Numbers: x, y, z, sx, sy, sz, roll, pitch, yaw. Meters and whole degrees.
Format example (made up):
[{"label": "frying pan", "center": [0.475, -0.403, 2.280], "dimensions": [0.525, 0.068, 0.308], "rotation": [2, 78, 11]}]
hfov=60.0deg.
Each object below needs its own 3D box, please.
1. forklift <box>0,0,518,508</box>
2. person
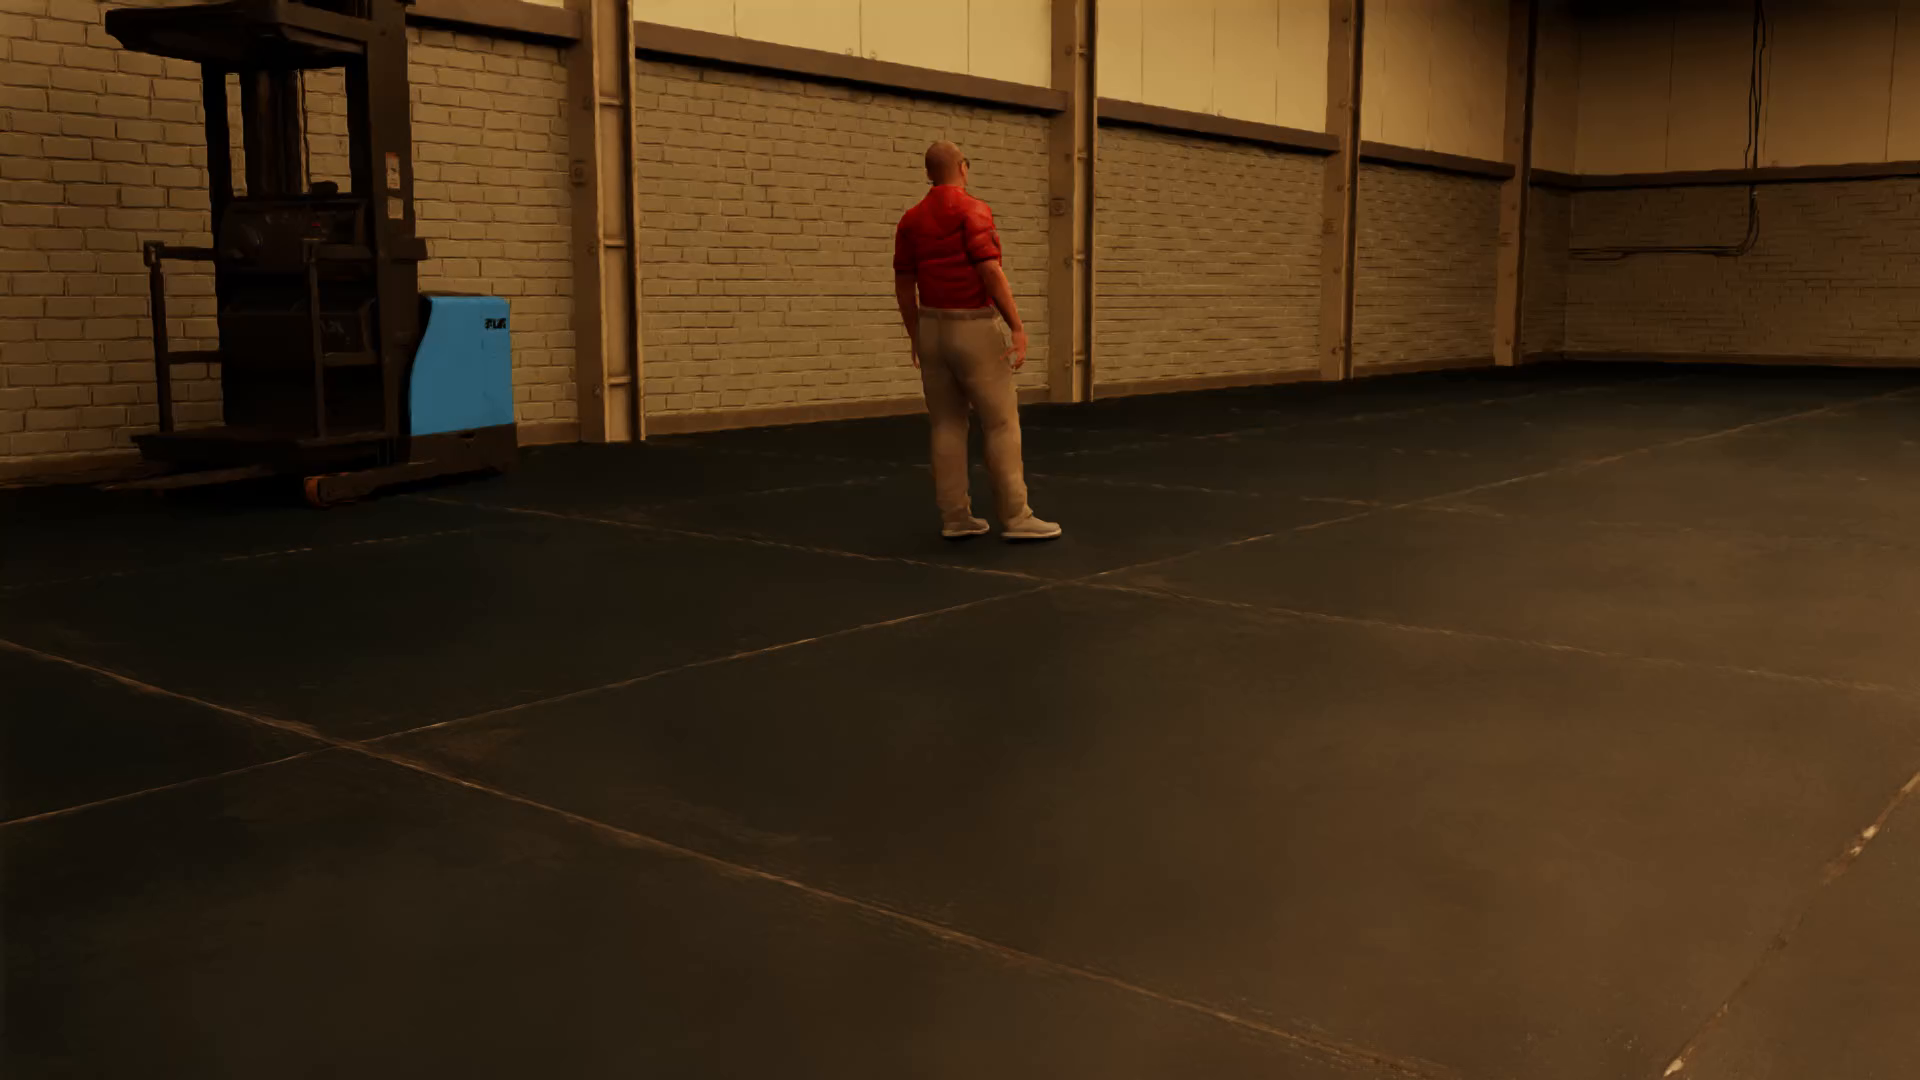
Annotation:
[{"label": "forklift", "center": [-3.660, -1.680, 8.763], "dimensions": [1.130, 2.935, 3.031], "rotation": [3, 9, 19]}, {"label": "person", "center": [0.066, -0.872, 7.340], "dimensions": [0.640, 1.727, 0.550], "rotation": [7, 11, 38]}]
